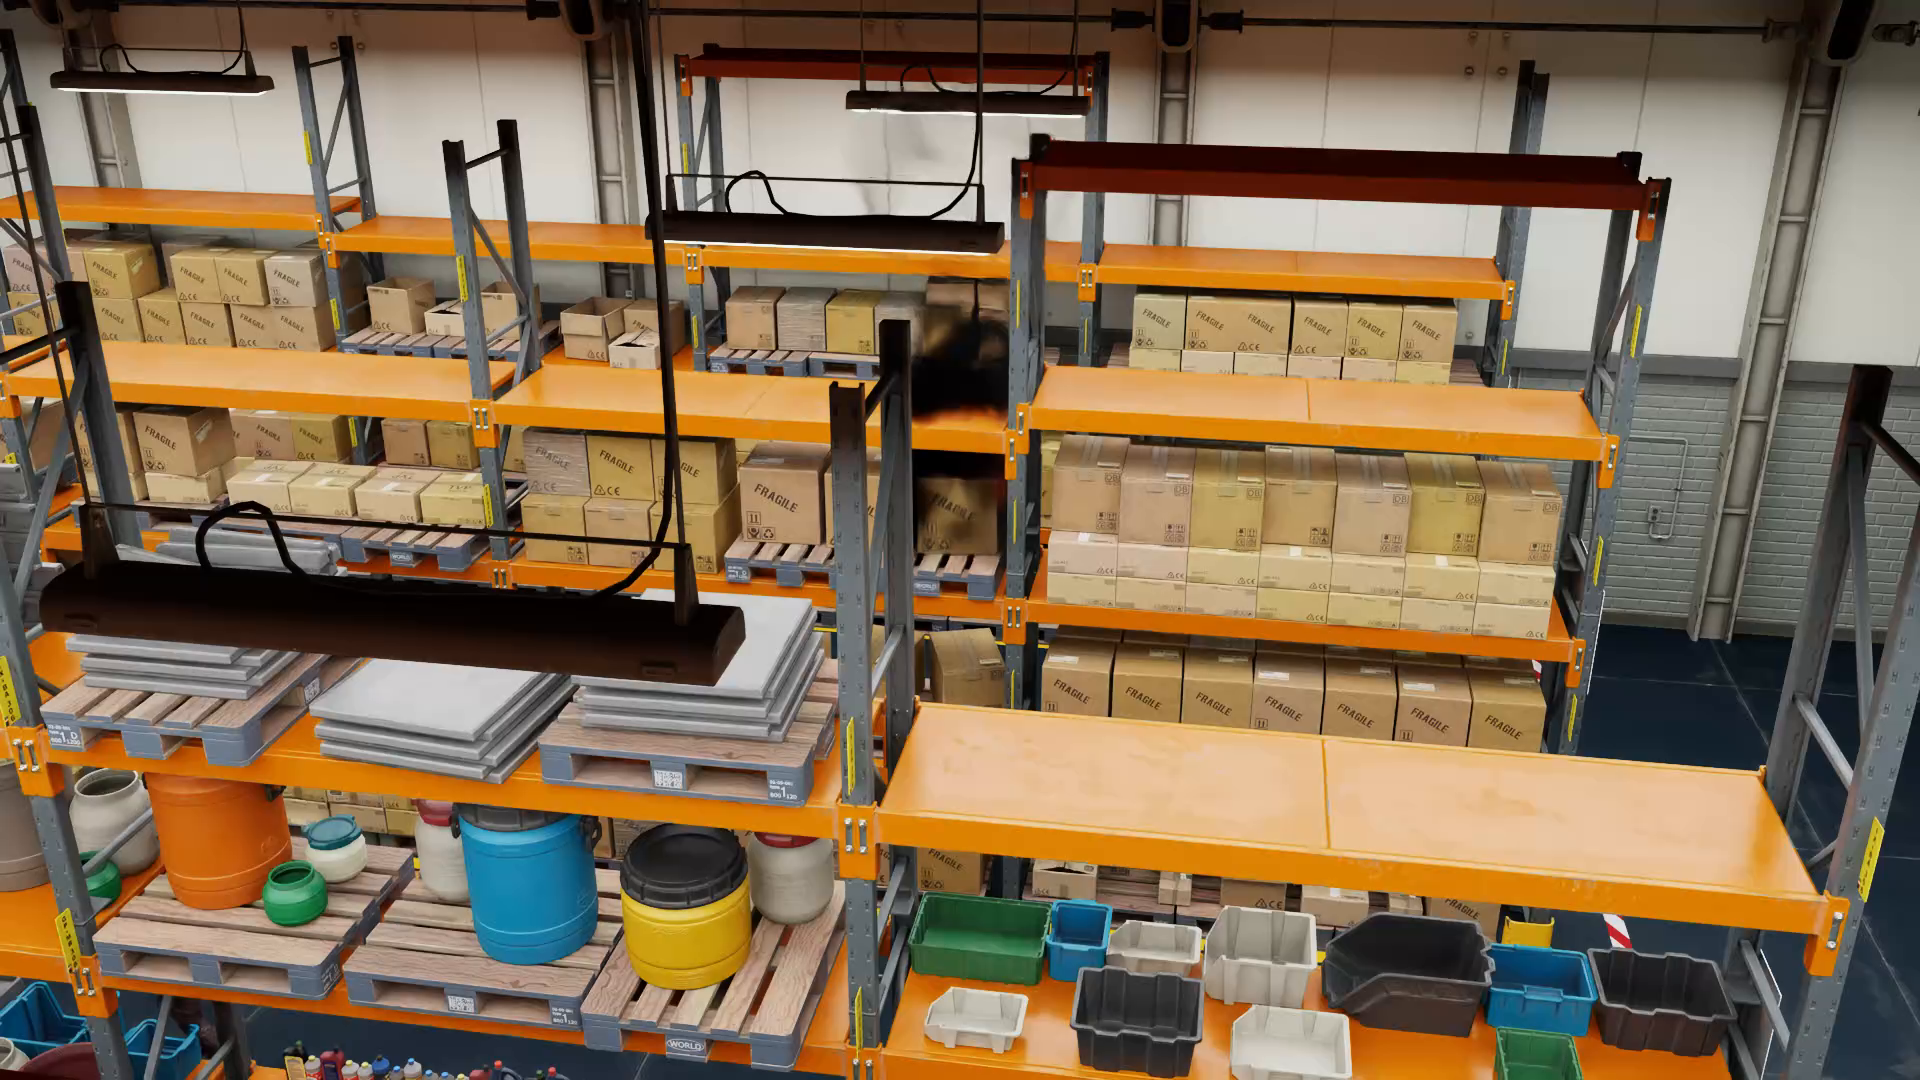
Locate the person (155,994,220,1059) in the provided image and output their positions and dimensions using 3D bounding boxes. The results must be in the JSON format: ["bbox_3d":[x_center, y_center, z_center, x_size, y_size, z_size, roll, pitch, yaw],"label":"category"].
[{"bbox_3d":[-5.272,2.935,11.269,0.734,1.760,0.626,3,23,8],"label":"person"}]
